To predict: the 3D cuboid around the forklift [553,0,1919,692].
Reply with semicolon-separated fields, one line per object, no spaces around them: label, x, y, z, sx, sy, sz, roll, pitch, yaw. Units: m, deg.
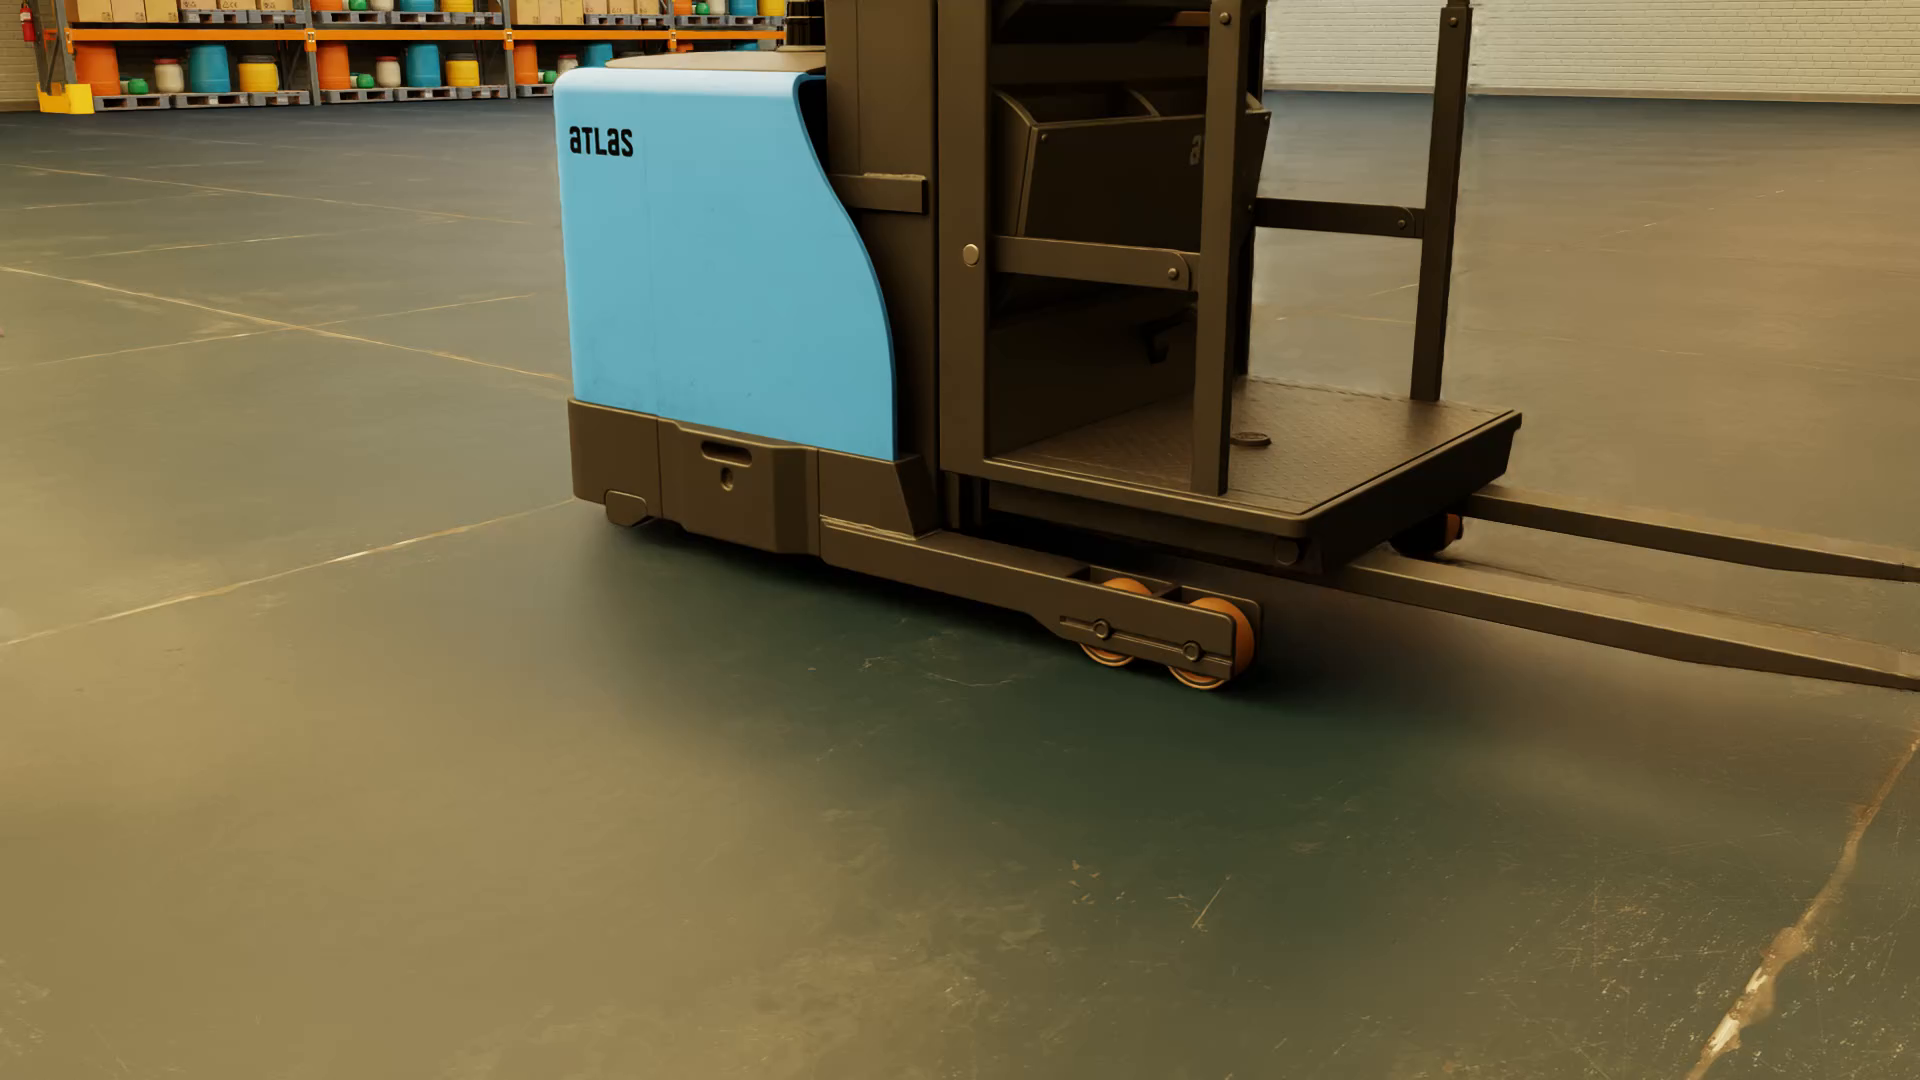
forklift;0.533;-1.303;3.188;3.031;2.935;1.130;12;21;35
